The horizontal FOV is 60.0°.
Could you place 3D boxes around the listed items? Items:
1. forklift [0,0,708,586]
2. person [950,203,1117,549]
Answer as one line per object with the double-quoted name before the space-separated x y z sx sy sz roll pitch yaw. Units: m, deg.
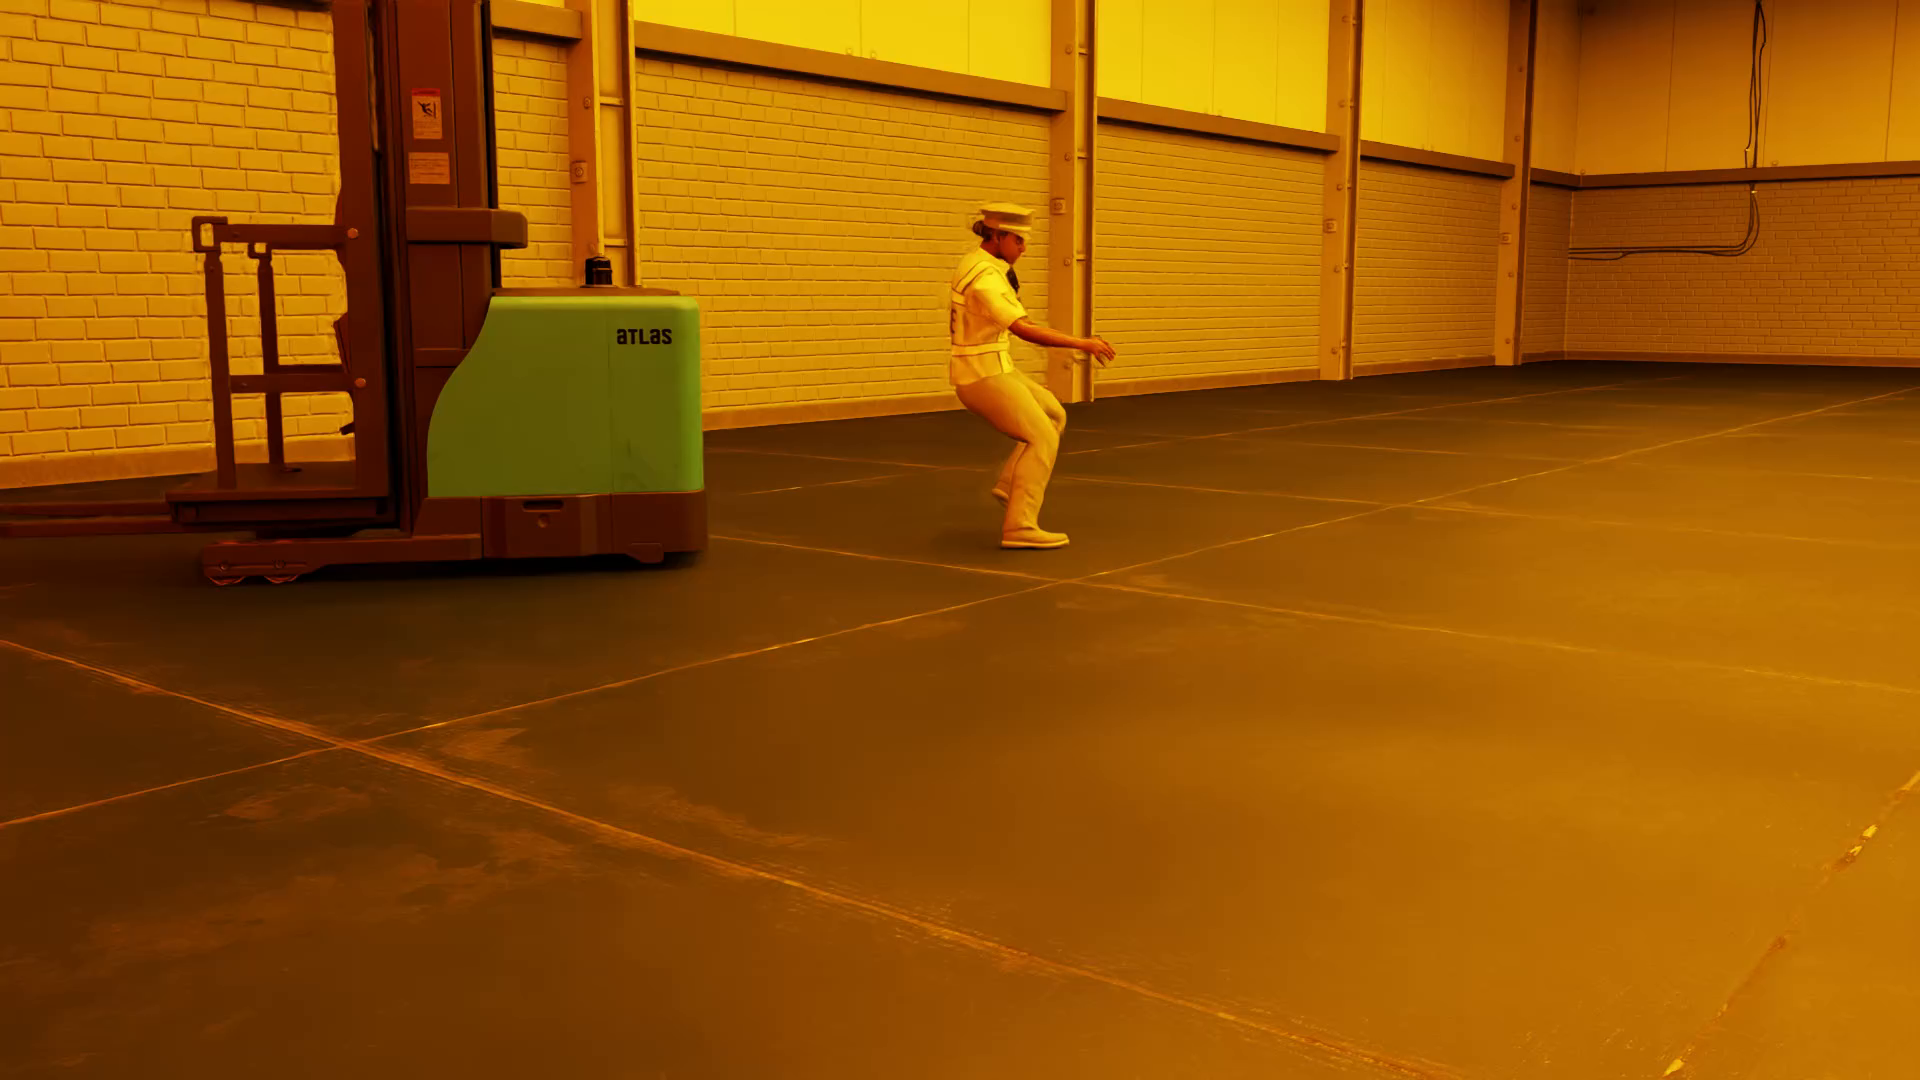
"forklift" -2.585 -1.363 6.595 3.031 2.935 1.130 -2 9 -12
"person" 0.315 -0.746 7.399 0.726 1.474 0.828 0 8 2
